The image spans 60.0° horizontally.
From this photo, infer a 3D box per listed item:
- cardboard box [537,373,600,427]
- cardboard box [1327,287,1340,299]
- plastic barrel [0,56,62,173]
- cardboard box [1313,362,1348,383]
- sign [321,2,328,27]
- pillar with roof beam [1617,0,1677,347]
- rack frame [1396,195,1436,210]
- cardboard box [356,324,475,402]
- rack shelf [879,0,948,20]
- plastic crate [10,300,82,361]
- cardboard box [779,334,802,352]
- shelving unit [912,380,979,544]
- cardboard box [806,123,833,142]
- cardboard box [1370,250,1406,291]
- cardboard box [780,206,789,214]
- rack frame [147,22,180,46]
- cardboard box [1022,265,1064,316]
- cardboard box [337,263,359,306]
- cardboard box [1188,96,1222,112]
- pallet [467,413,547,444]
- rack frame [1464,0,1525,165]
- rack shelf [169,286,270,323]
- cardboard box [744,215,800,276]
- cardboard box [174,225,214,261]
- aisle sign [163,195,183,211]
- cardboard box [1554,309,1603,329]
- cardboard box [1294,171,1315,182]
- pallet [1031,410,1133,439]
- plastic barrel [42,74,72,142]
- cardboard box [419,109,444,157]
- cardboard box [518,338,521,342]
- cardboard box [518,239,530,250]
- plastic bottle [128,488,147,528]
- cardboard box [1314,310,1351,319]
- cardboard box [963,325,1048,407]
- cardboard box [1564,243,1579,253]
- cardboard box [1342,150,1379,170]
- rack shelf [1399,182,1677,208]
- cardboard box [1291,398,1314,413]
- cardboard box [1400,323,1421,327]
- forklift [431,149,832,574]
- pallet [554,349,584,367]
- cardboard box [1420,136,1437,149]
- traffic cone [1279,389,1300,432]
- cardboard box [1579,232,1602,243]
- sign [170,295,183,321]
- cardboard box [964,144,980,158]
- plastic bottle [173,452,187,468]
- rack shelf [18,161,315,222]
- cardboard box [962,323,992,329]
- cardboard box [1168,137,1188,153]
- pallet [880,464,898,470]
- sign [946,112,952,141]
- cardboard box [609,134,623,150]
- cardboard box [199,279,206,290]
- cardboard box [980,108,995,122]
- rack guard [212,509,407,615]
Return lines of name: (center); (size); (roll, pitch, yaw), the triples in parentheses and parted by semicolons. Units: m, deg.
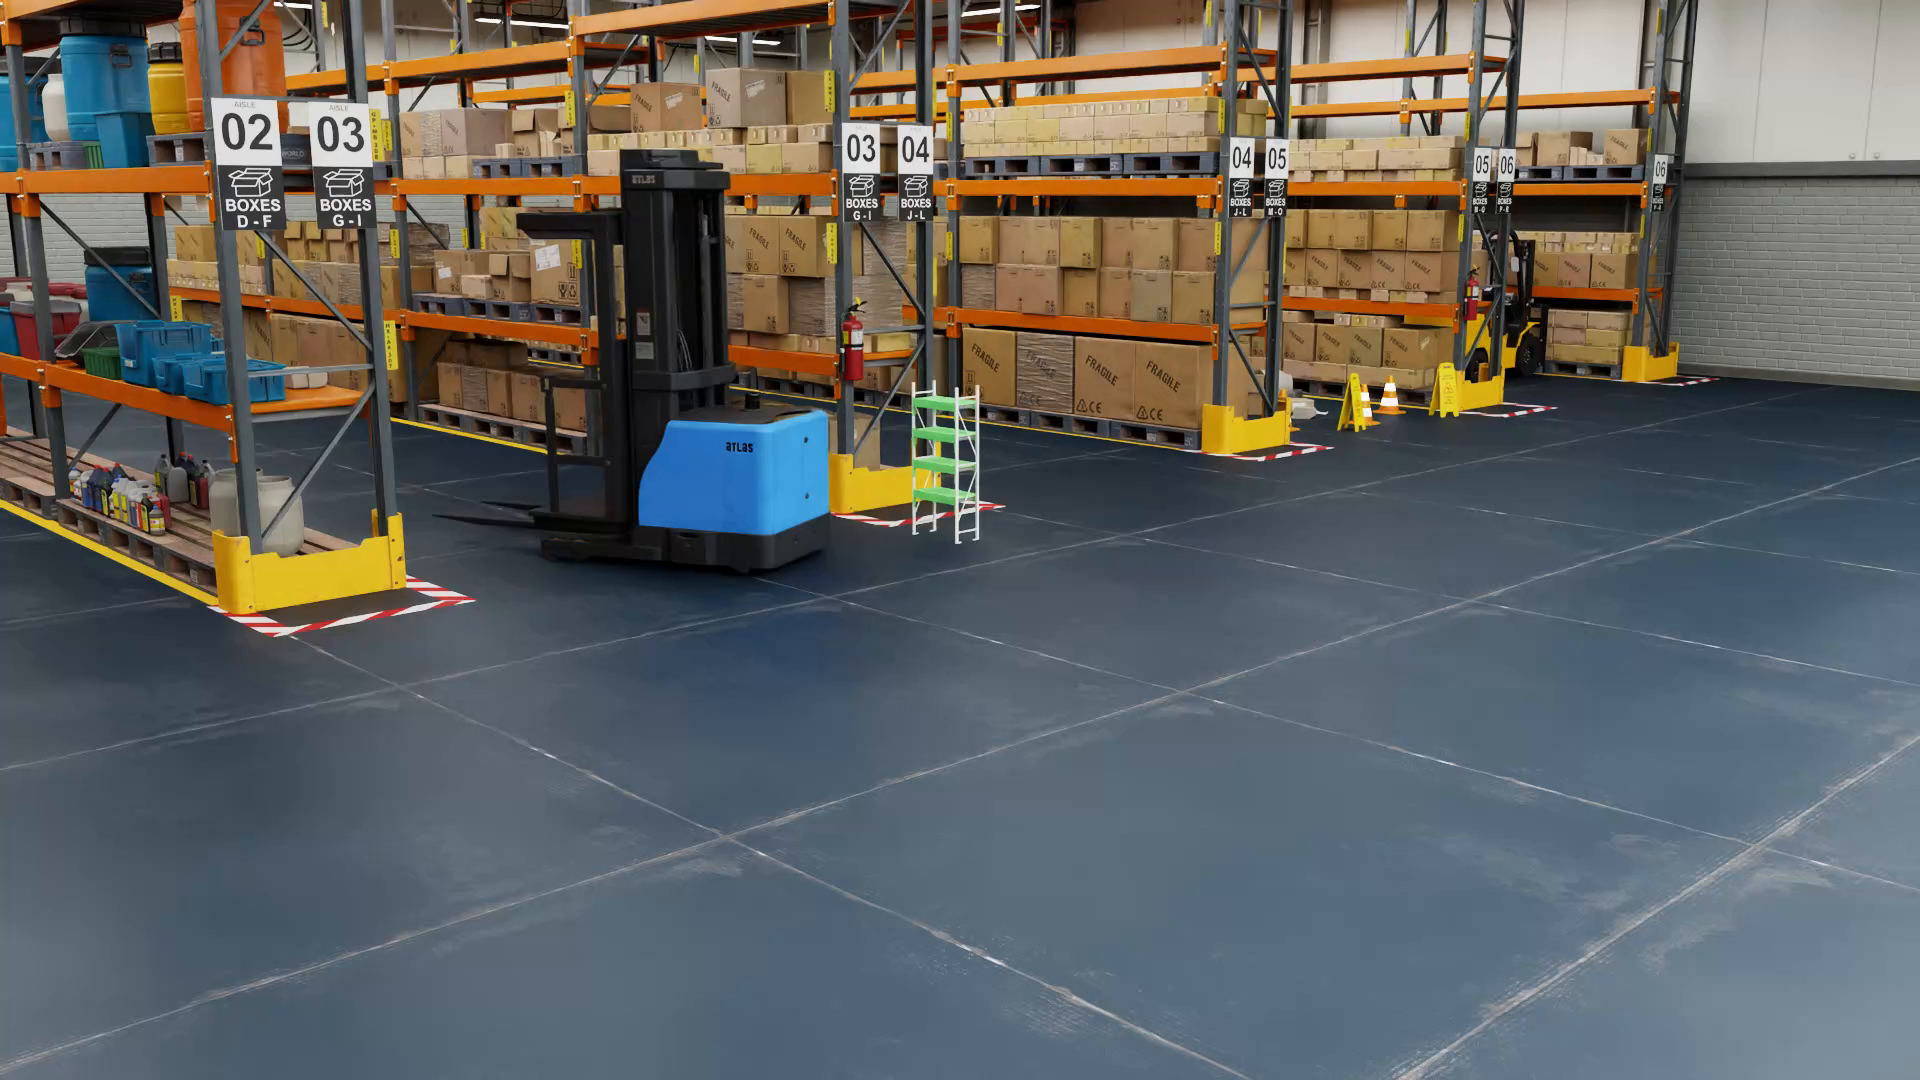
cardboard box: (-4.118, -1.520, 17.958); (0.700, 0.500, 0.500); (-11, 16, -43)
cardboard box: (5.081, -3.288, 22.061); (0.380, 0.149, 0.250); (-11, 16, -43)
plastic barrel: (-7.485, -3.432, 13.461); (0.600, 0.901, 0.708); (-11, 16, -43)
cardboard box: (5.065, -2.253, 22.185); (0.500, 0.250, 0.500); (11, 16, 43)
sign: (-8.535, -7.043, 22.285); (0.100, 0.325, 0.005); (-11, 16, -43)
pillar with roof beam: (7.180, -6.419, 21.766); (9.100, 9.000, 0.400); (-11, 16, -43)
rack frame: (7.361, -4.437, 27.013); (1.000, 3.000, 0.127); (-11, 16, -43)
cardboard box: (-6.618, -2.216, 20.459); (0.875, 0.875, 1.225); (11, 16, 43)
rack shelf: (-0.370, -8.834, 27.035); (1.077, 0.370, 4.000); (-11, 16, -43)
plastic crate: (-7.532, -1.733, 13.730); (0.402, 0.464, 0.583); (-11, 16, -43)
cardboard box: (-1.360, -1.736, 14.524); (0.380, 0.149, 0.250); (-11, 16, -43)
shelving unit: (-0.114, -0.612, 12.908); (0.258, 1.200, 0.503); (-11, 16, -43)
cardboard box: (-1.049, -3.368, 13.775); (0.380, 0.149, 0.250); (-11, 16, -43)
cardboard box: (5.619, -3.470, 21.336); (0.500, 0.500, 0.500); (-11, 16, -42)
cardboard box: (-3.031, -5.965, 30.095); (0.380, 0.149, 0.250); (-11, 16, -44)
rack frame: (-11.681, -7.053, 24.846); (1.000, 3.000, 0.127); (-11, 16, -43)
cardboard box: (1.210, -2.889, 19.129); (0.875, 0.550, 0.550); (-11, 16, -43)
cardboard box: (-7.378, -3.183, 20.679); (0.500, 0.500, 0.500); (11, 16, 43)
cardboard box: (2.547, -4.449, 16.999); (0.380, 0.149, 0.250); (-11, 16, -42)
pallet: (-4.780, -1.289, 18.647); (1.003, 0.211, 1.213); (-11, 16, -43)
rack frame: (6.536, -6.099, 20.215); (1.000, 3.000, 0.127); (-11, 16, -43)
rack shelf: (-10.300, -3.471, 24.107); (1.077, 0.370, 4.000); (-11, 16, -43)
cardboard box: (-1.540, -2.582, 14.549); (0.500, 0.500, 0.500); (-11, 16, -43)
cardboard box: (-11.200, -4.374, 24.484); (0.500, 0.500, 0.500); (11, 16, 44)
aisle sign: (-11.948, -5.357, 25.037); (0.394, 0.787, 0.004); (-11, 16, -43)
cardboard box: (9.223, -3.299, 24.787); (0.500, 0.250, 0.500); (-11, 16, -42)
cardboard box: (4.638, -4.811, 22.017); (0.380, 0.149, 0.250); (-11, 16, -44)
pallet: (1.578, -1.374, 19.059); (1.003, 0.211, 1.213); (-11, 16, -43)
plastic barrel: (-6.821, -3.313, 12.806); (0.421, 0.512, 0.421); (0, 12, 0)
cardboard box: (-5.670, -4.531, 18.552); (0.500, 0.500, 0.500); (-11, 16, -42)
cardboard box: (-7.135, -3.341, 27.719); (0.380, 0.149, 0.250); (-11, 16, -42)
cardboard box: (-6.840, -4.661, 27.115); (0.500, 0.500, 0.500); (11, 16, 44)
plastic bottle: (-6.050, -0.239, 12.297); (0.135, 0.276, 0.152); (11, 16, 44)
cardboard box: (6.462, -3.668, 28.128); (0.875, 0.625, 0.625); (-11, 16, -43)
cardboard box: (0.647, -2.104, 19.913); (0.875, 0.875, 0.875); (-11, 16, -42)
cardboard box: (9.185, -4.349, 24.730); (0.380, 0.149, 0.250); (-11, 16, -43)
cardboard box: (5.279, -4.888, 21.404); (0.500, 0.250, 0.500); (-10, 16, -41)
rack shelf: (8.742, -5.262, 25.367); (1.077, 0.370, 4.000); (-11, 16, -43)
cardboard box: (4.170, -1.674, 20.669); (0.380, 0.149, 0.250); (-3, 12, -13)
cardboard box: (5.798, -2.622, 22.122); (0.500, 0.500, 0.500); (11, 16, 43)
forklift: (-2.532, -1.365, 12.273); (3.031, 2.935, 1.130); (4, 12, 21)
pallet: (-5.751, -2.935, 26.634); (1.003, 0.211, 1.213); (-11, 16, -43)
cardboard box: (5.938, -4.949, 20.711); (0.380, 0.149, 0.250); (-11, 16, -42)
traffic cone: (3.686, -1.489, 18.993); (0.336, 0.463, 0.334); (-11, 16, -43)
cardboard box: (9.330, -4.454, 24.506); (0.380, 0.149, 0.250); (-10, 16, -41)
sign: (-6.571, -1.884, 13.937); (0.100, 0.325, 0.005); (-11, 16, -43)
cardboard box: (0.268, -4.540, 19.416); (0.380, 0.149, 0.250); (-11, 16, -43)
plastic bottle: (-6.323, -0.538, 13.562); (0.185, 0.351, 0.144); (11, 16, 44)
rack shelf: (-5.595, -2.498, 11.954); (1.077, 0.370, 4.000); (-11, 16, -43)
cardboard box: (0.594, -3.606, 27.204); (0.875, 0.875, 0.875); (-11, 16, -43)
cardboard box: (2.377, -4.095, 17.256); (0.380, 0.149, 0.250); (-11, 16, -42)
pallet: (-1.220, -0.549, 15.052); (1.003, 0.211, 1.213); (-11, 16, -43)
sign: (-0.123, -4.840, 19.473); (0.100, 0.325, 0.005); (-11, 16, -43)
cardboard box: (-3.159, -3.835, 16.041); (0.250, 0.149, 0.380); (11, 16, 42)
cardboard box: (-10.785, -3.707, 24.092); (0.380, 0.149, 0.250); (-11, 16, -43)
cardboard box: (0.446, -4.894, 19.156); (0.380, 0.149, 0.250); (-11, 16, -43)
rack guard: (-4.301, 0.130, 11.041); (1.175, 0.500, 0.348); (-11, 16, -43)
